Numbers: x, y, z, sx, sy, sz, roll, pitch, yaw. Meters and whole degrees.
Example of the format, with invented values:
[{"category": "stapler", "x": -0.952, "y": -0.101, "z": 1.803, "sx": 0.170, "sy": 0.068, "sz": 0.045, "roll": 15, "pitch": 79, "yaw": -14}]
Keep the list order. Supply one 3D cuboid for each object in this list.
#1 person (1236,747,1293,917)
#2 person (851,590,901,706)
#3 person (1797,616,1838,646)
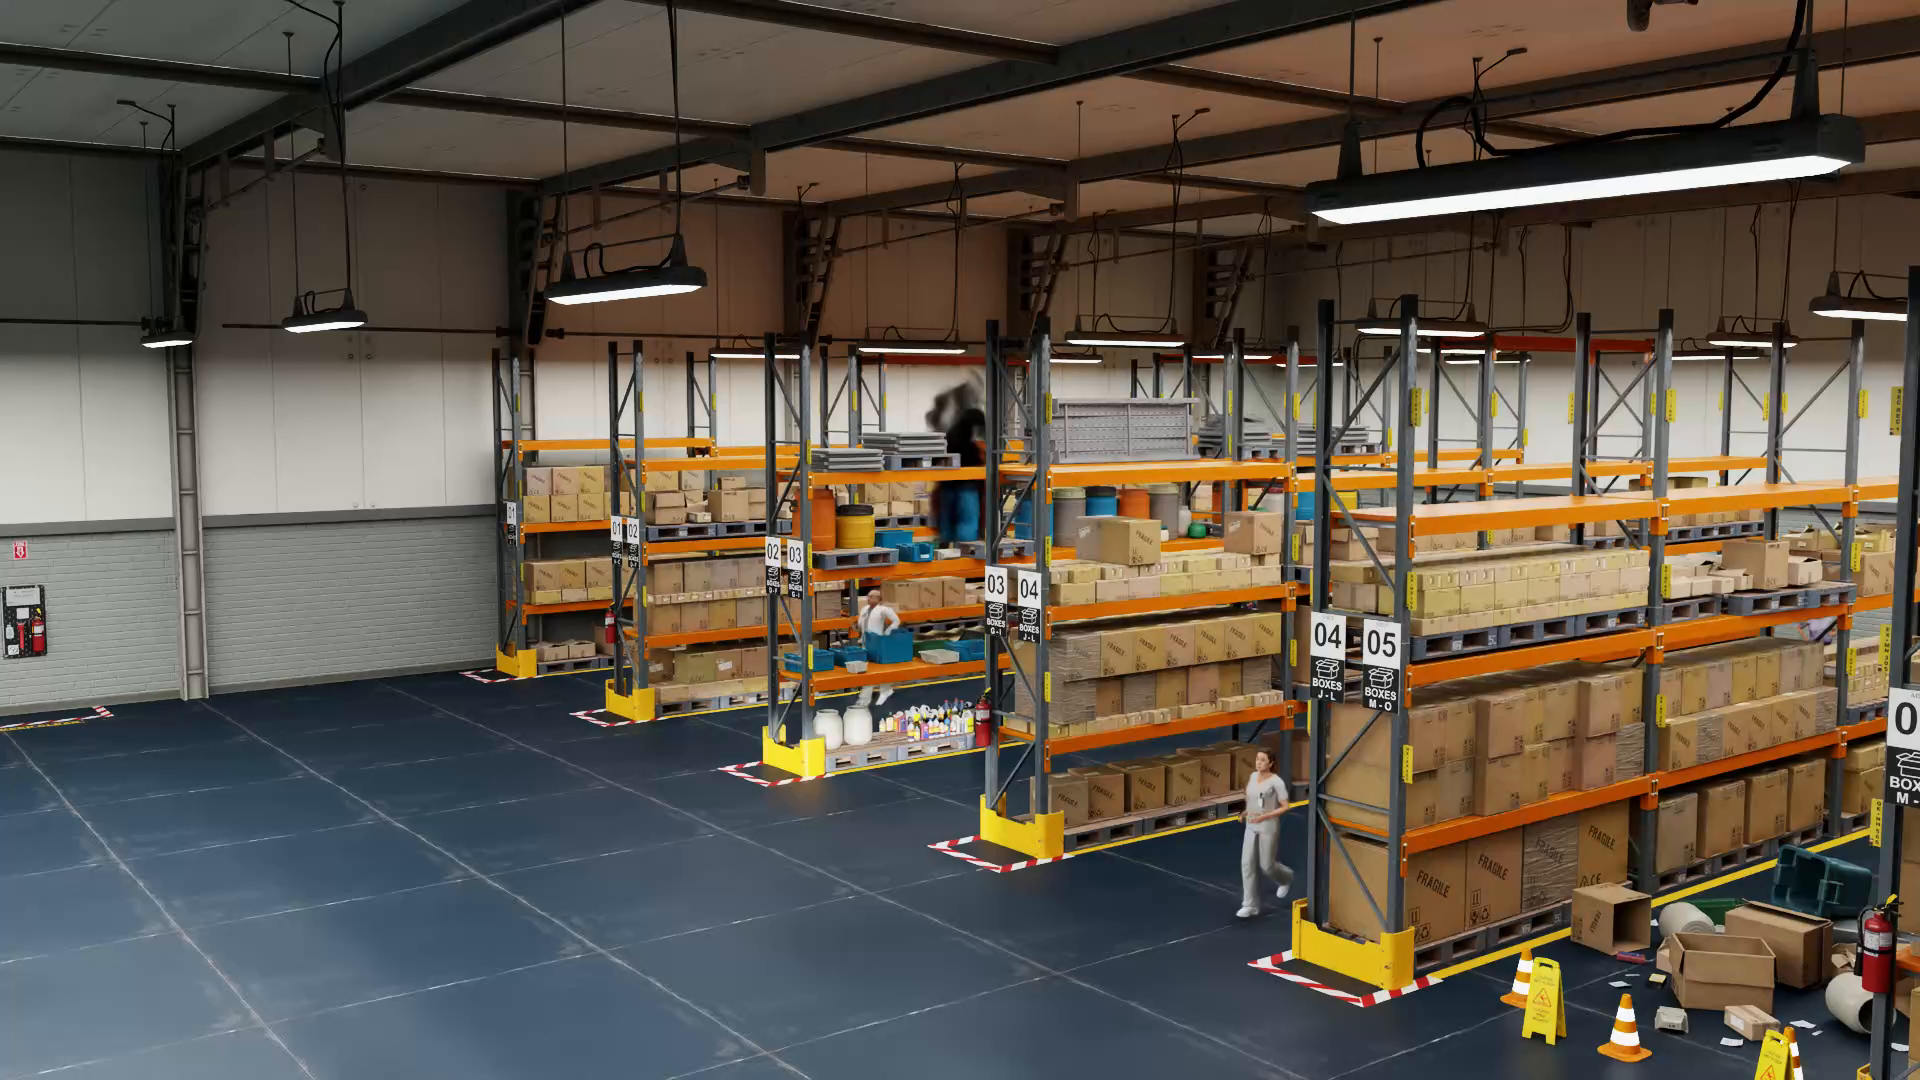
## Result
[{"category": "person", "x": 3.017, "y": 2.871, "z": 16.525, "sx": 0.863, "sy": 1.644, "sz": 0.578, "roll": -5, "pitch": 7, "yaw": -44}, {"category": "person", "x": -1.367, "y": 1.734, "z": 25.904, "sx": 0.908, "sy": 1.745, "sz": 0.698, "roll": -5, "pitch": 7, "yaw": -43}, {"category": "person", "x": 14.541, "y": 1.879, "z": 28.175, "sx": 0.609, "sy": 1.691, "sz": 0.816, "roll": 1, "pitch": 5, "yaw": 6}]
